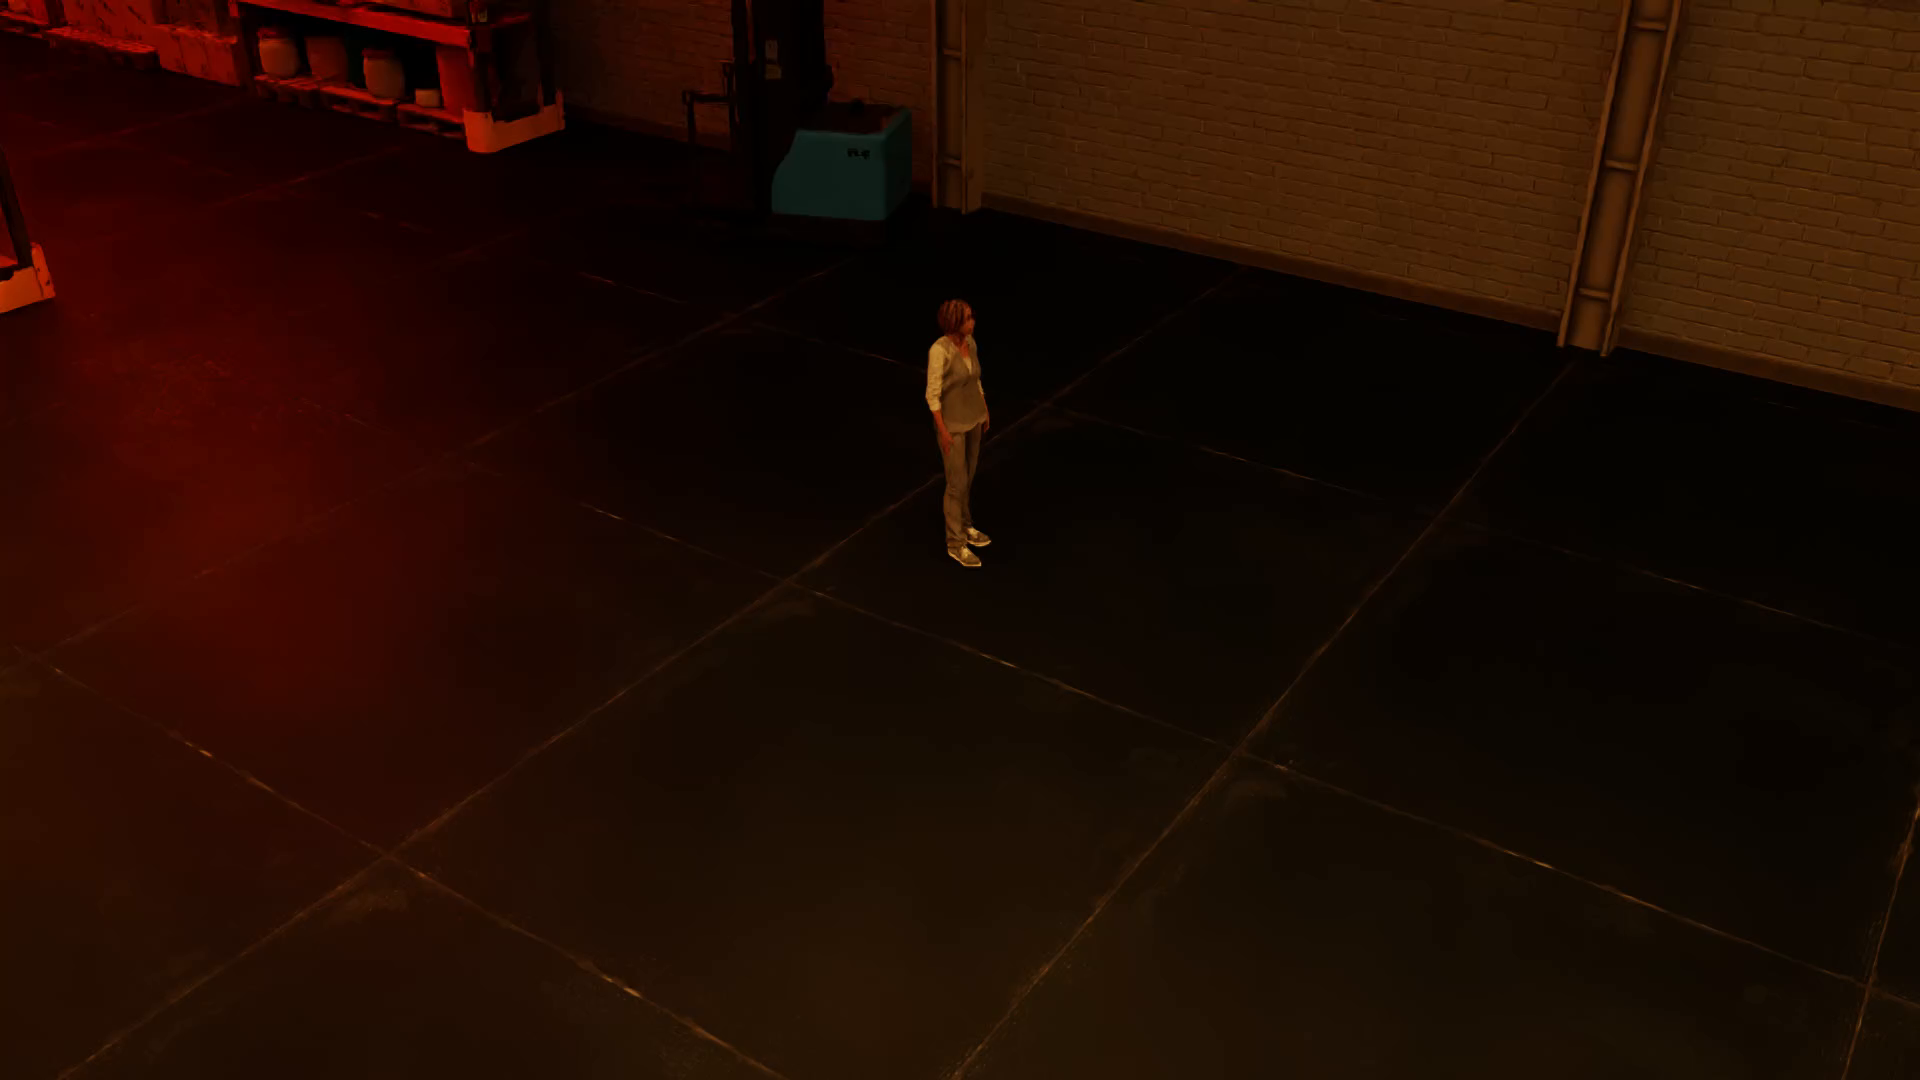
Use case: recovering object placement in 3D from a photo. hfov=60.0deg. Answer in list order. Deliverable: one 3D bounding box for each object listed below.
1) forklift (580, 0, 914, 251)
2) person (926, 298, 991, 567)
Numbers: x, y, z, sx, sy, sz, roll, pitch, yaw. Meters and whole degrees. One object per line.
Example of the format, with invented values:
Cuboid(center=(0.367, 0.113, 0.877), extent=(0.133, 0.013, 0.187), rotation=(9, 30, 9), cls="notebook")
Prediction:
Cuboid(center=(-2.005, -4.250, 14.899), extent=(3.031, 2.935, 1.130), rotation=(7, 31, 12), cls="forklift")
Cuboid(center=(0.054, -0.670, 10.050), extent=(0.474, 1.597, 0.521), rotation=(19, 35, 29), cls="person")
